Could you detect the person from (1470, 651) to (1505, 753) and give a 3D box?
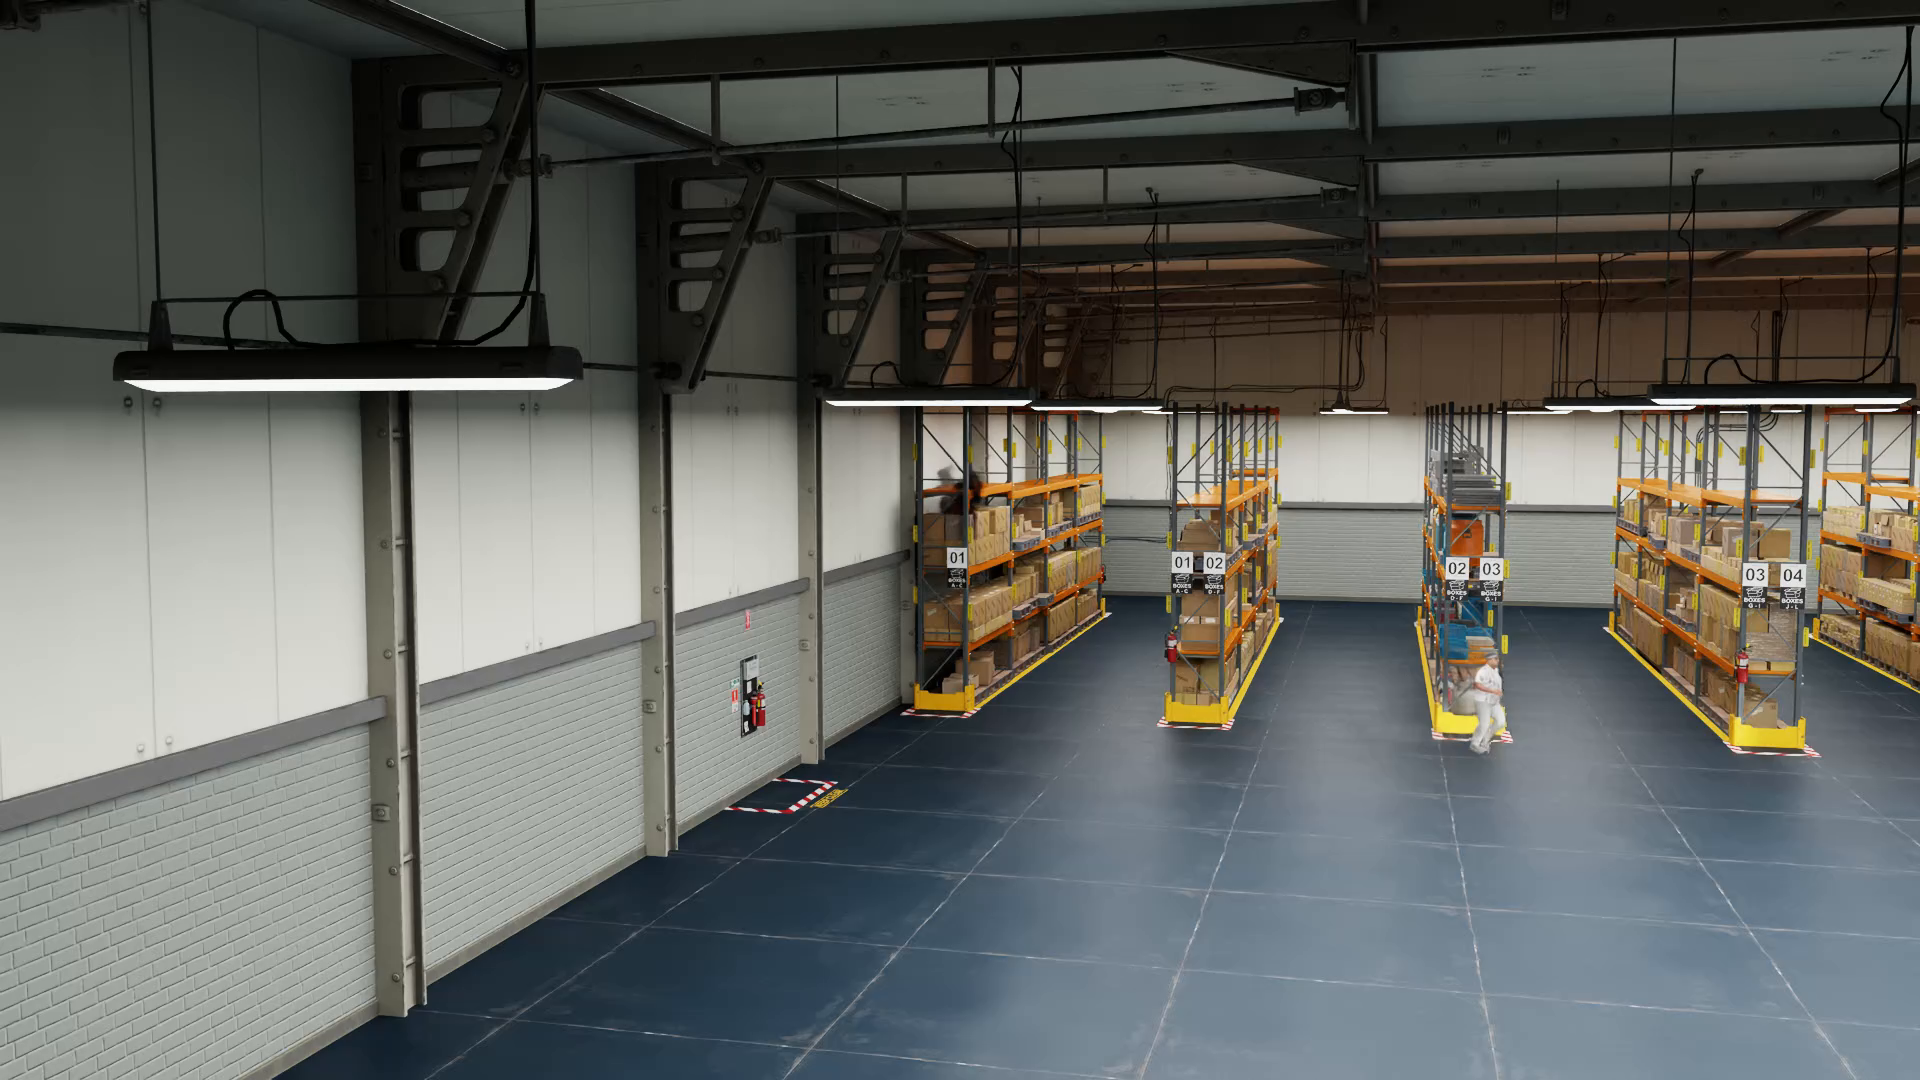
[{"bbox_3d":[9.037,2.760,28.317,0.681,1.777,0.675,-3,5,-38],"label":"person"}]
